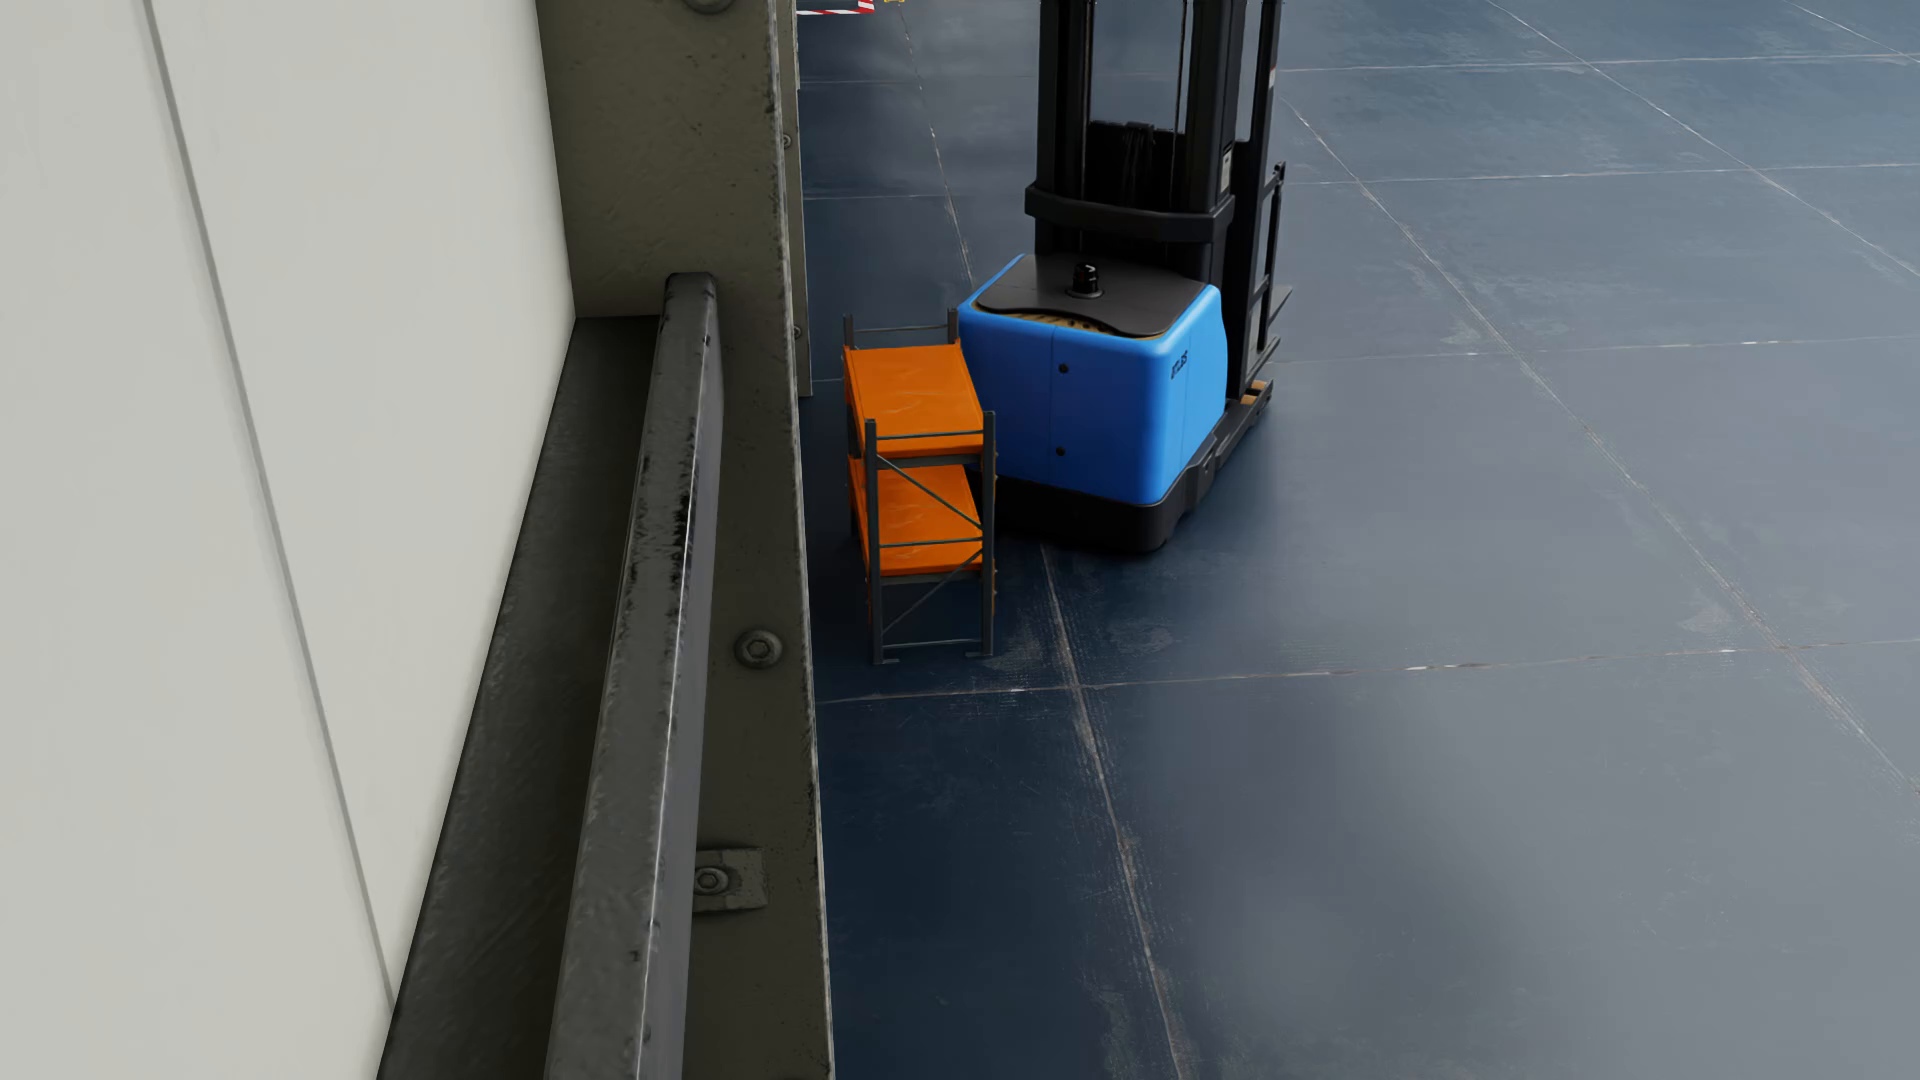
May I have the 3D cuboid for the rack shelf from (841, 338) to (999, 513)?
[{"bbox_3d":[-0.185,-0.497,6.915,0.538,0.278,1.000,-4,31,-7],"label":"rack shelf"}]

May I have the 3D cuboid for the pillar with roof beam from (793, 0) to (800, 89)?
[{"bbox_3d":[2.747,-8.012,12.388,9.100,9.000,0.400,-3,31,-5],"label":"pillar with roof beam"}]

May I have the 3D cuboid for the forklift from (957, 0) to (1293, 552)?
[{"bbox_3d":[1.026,-1.941,8.141,1.130,2.935,3.031,13,33,21],"label":"forklift"}]

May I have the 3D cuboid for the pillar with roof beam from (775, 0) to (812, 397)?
[{"bbox_3d":[3.308,-4.948,7.259,9.100,9.000,0.400,-3,31,-5],"label":"pillar with roof beam"}]

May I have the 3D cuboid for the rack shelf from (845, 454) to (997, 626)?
[{"bbox_3d":[-0.185,-0.036,7.190,0.538,0.278,1.000,-4,31,-7],"label":"rack shelf"}]

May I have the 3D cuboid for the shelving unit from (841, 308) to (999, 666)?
[{"bbox_3d":[-0.185,-0.246,7.065,0.538,1.125,1.048,-4,31,-7],"label":"shelving unit"}]

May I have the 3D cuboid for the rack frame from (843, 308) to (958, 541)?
[{"bbox_3d":[-0.256,-0.504,7.497,0.500,1.125,0.032,-4,31,-7],"label":"rack frame"}]

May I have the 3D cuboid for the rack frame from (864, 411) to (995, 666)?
[{"bbox_3d":[-0.114,0.012,6.633,0.500,1.125,0.032,-4,31,-7],"label":"rack frame"}]
